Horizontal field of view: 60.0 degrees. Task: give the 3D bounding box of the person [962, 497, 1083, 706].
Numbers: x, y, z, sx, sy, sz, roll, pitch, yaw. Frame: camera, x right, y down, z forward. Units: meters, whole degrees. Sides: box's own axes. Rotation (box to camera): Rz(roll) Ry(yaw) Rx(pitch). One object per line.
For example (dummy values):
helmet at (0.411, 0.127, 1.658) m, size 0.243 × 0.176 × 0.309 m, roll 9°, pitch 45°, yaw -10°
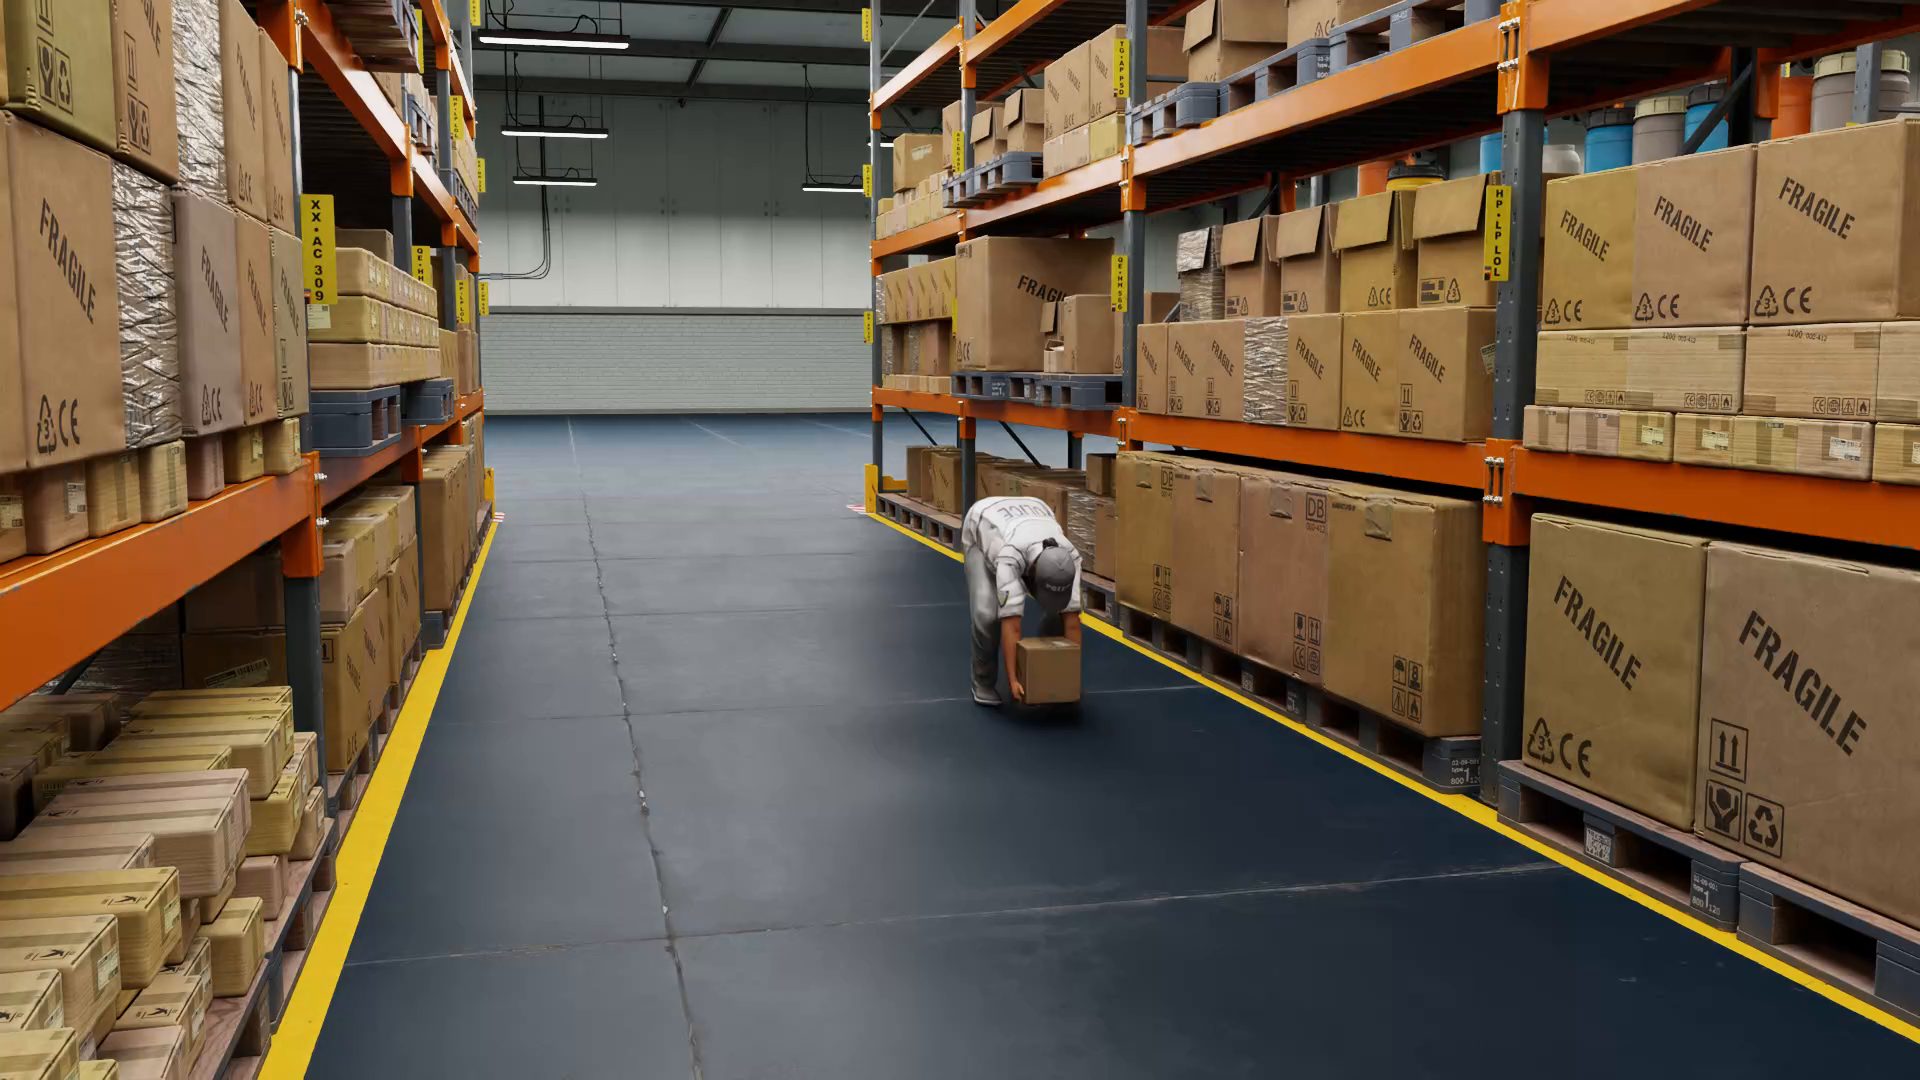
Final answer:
person at (0.310, 0.298, 7.681) m, size 0.511 × 0.966 × 0.940 m, roll -2°, pitch 7°, yaw -17°
